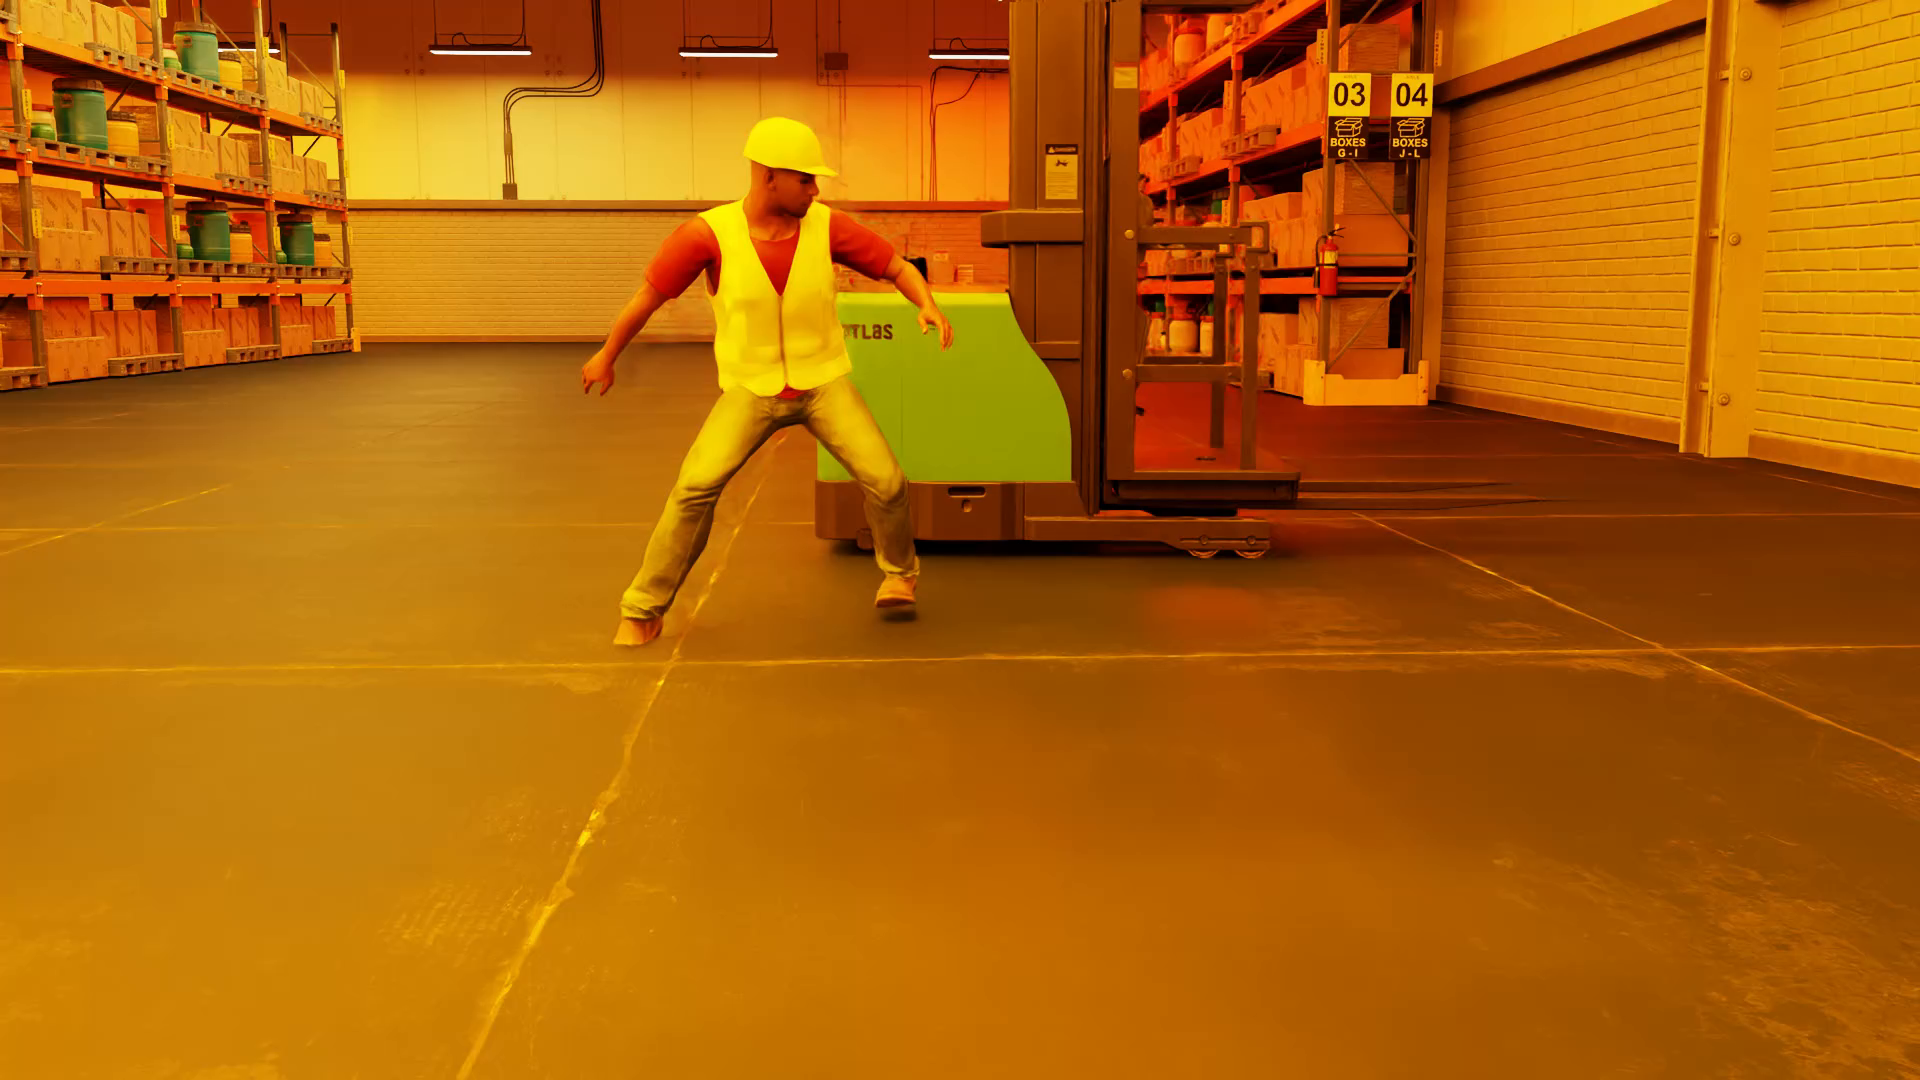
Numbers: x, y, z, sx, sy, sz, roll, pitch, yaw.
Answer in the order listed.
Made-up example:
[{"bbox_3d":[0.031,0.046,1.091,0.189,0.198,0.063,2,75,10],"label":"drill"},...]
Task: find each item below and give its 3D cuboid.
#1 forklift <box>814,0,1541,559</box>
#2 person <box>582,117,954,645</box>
[{"bbox_3d":[0.921,-1.453,7.118,3.031,2.935,1.130,0,8,1],"label":"forklift"},{"bbox_3d":[-0.621,-0.448,5.285,1.153,1.723,0.568,-1,9,-10],"label":"person"}]
